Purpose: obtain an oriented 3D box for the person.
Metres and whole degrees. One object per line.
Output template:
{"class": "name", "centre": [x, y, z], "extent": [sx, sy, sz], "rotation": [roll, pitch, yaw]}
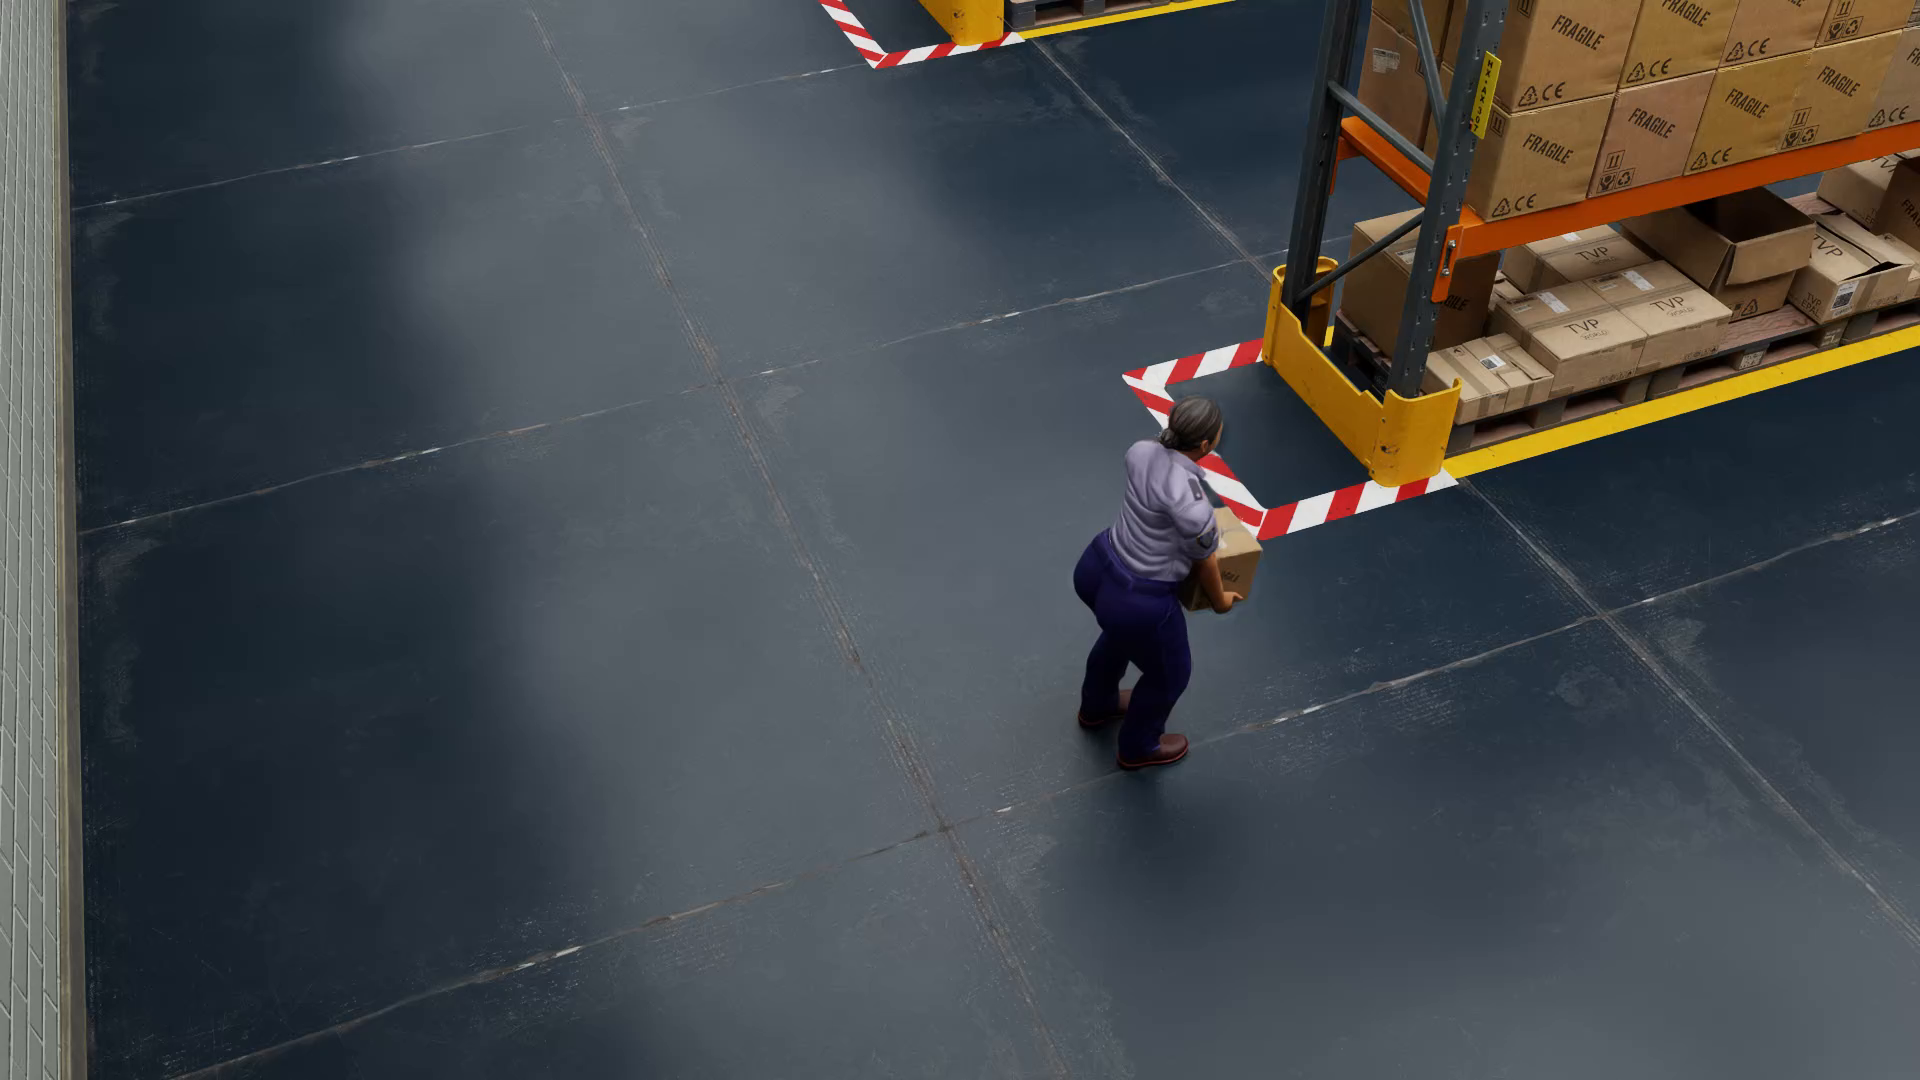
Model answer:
{"class": "person", "centre": [0.709, 0.160, 6.029], "extent": [0.567, 1.610, 0.434], "rotation": [-16, 44, -17]}
